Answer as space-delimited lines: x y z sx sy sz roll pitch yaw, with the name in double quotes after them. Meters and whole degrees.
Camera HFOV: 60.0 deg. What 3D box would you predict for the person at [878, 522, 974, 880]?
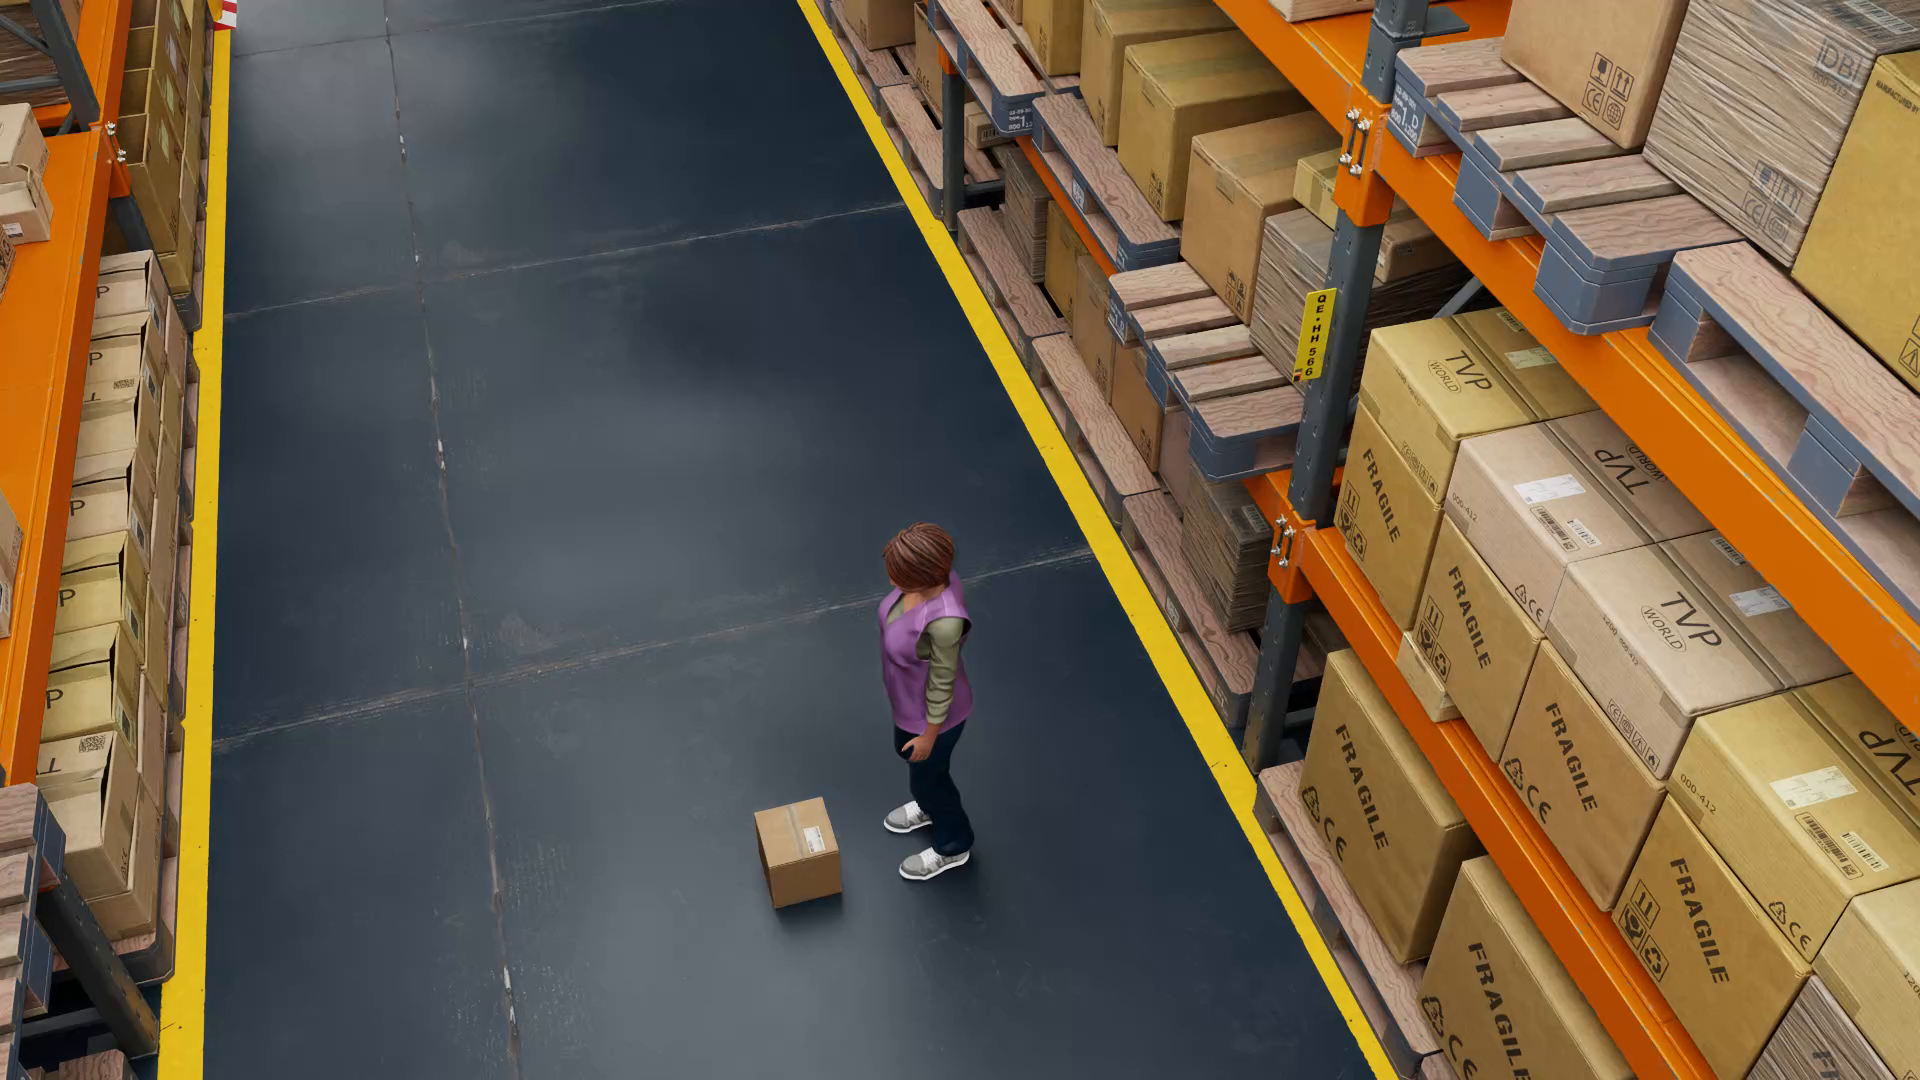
-0.107 0.551 5.581 0.301 1.594 0.407 -11 44 -12 "person"
